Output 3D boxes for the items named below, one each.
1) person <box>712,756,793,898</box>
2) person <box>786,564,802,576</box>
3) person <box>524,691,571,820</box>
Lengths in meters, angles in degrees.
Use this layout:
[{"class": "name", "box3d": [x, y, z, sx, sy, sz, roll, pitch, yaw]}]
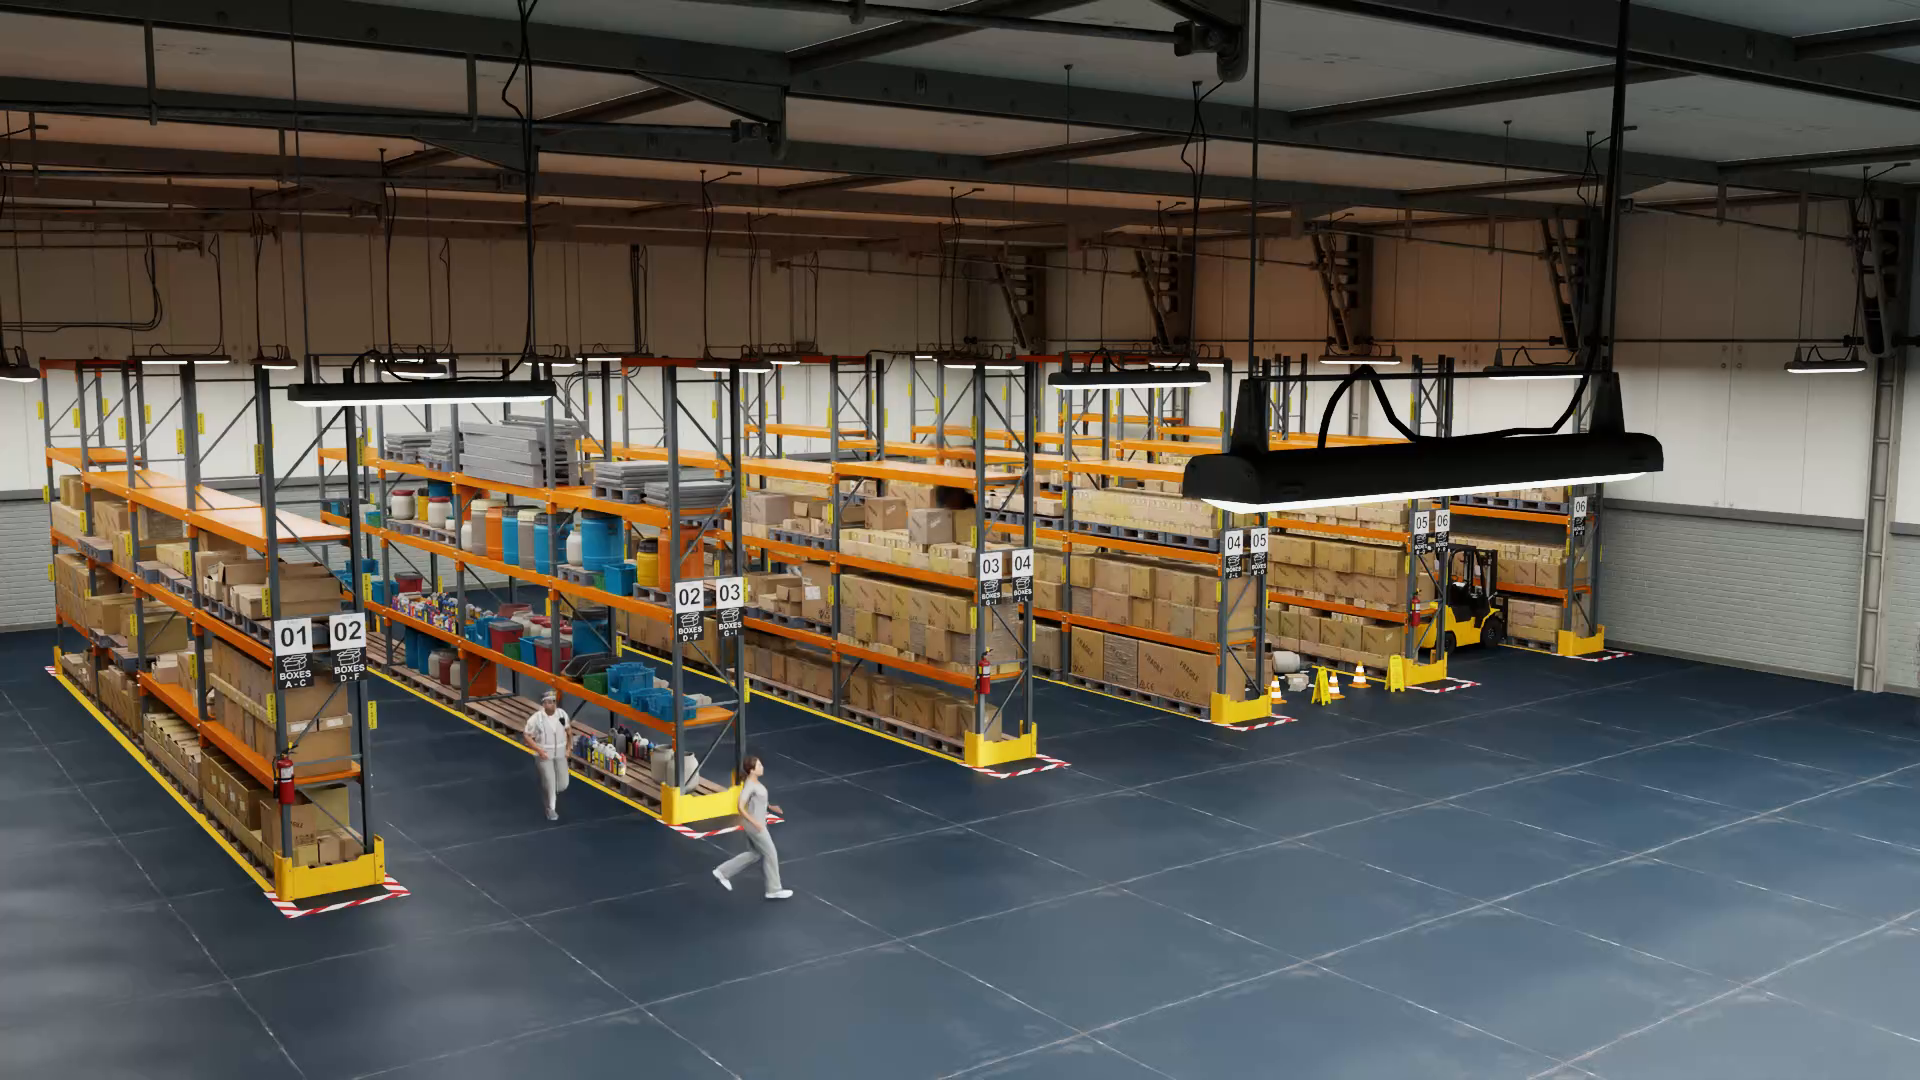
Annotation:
[{"class": "person", "box3d": [-2.354, 3.248, 18.803, 0.907, 1.645, 0.593, -1, 7, -6]}, {"class": "person", "box3d": [-4.239, 0.401, 41.954, 0.929, 1.775, 0.697, 3, 8, 26]}, {"class": "person", "box3d": [-5.469, 2.835, 22.138, 0.667, 1.725, 0.622, -5, 8, -36]}]
